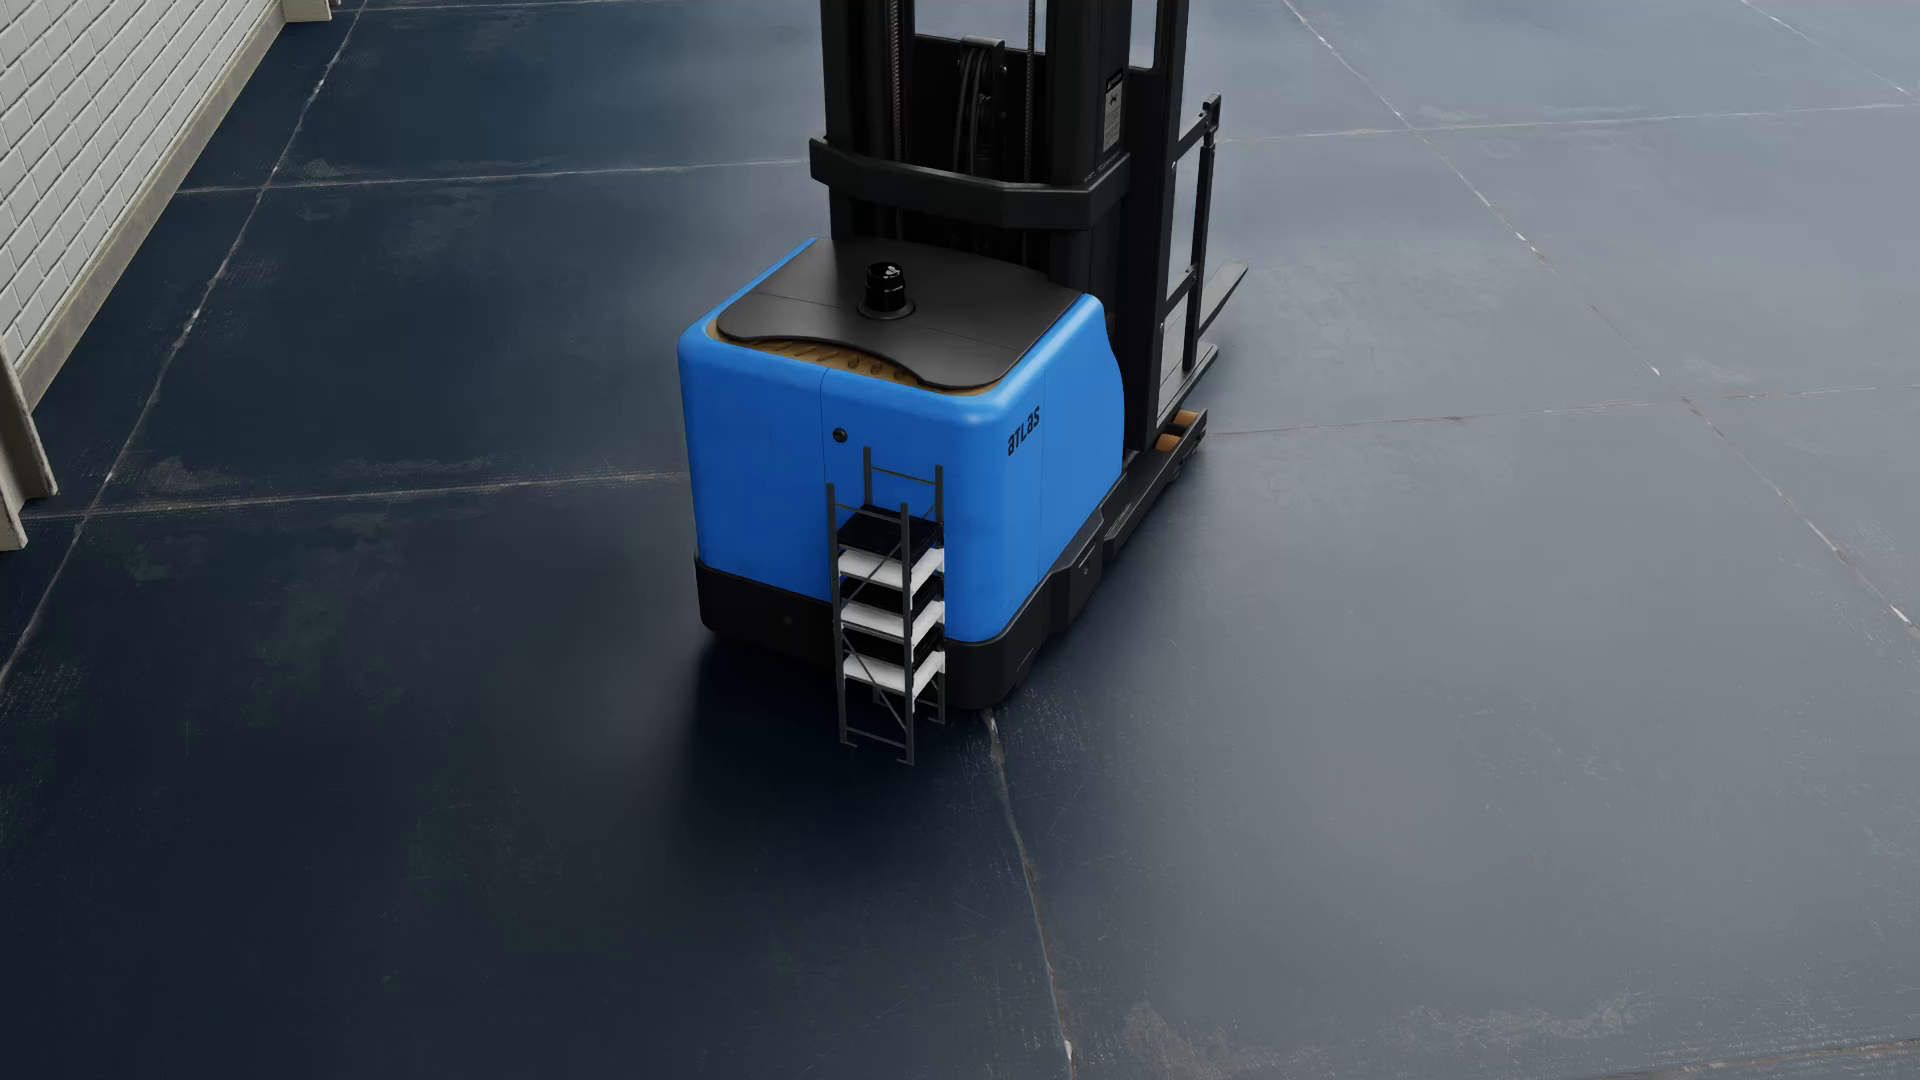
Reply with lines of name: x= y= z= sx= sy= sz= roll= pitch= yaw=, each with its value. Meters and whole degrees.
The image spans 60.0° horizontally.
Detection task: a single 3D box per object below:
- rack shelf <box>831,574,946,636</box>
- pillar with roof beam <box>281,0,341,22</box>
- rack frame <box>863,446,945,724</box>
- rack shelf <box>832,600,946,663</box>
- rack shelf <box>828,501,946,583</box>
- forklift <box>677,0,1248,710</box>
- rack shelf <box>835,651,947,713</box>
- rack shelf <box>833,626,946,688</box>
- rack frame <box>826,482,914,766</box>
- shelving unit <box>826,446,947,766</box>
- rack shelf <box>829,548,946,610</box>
rack shelf: x=-0.198 y=0.151 z=4.628 sx=0.258 sy=0.077 sz=0.200 roll=15 pitch=37 yaw=21
pillar with roof beam: x=0.065 y=-7.461 z=8.707 sx=9.100 sy=9.000 sz=0.400 roll=-4 pitch=35 yaw=-6
rack frame: x=-0.154 y=0.146 z=4.736 sx=0.240 sy=0.900 sz=0.006 roll=15 pitch=37 yaw=21
rack shelf: x=-0.198 y=0.226 z=4.679 sx=0.258 sy=0.077 sz=0.200 roll=15 pitch=37 yaw=21
rack shelf: x=-0.198 y=0.002 z=4.527 sx=0.258 sy=0.077 sz=0.200 roll=15 pitch=37 yaw=21
forklift: x=0.271 y=-1.529 z=5.390 sx=1.130 sy=2.935 sz=3.031 roll=15 pitch=37 yaw=21
rack shelf: x=-0.198 y=0.374 z=4.781 sx=0.258 sy=0.077 sz=0.200 roll=15 pitch=37 yaw=21
rack shelf: x=-0.198 y=0.300 z=4.730 sx=0.258 sy=0.077 sz=0.200 roll=15 pitch=37 yaw=21
rack frame: x=-0.242 y=0.250 z=4.585 sx=0.240 sy=0.900 sz=0.006 roll=15 pitch=37 yaw=21
shelving unit: x=-0.198 y=0.198 z=4.660 sx=0.258 sy=0.900 sz=0.210 roll=15 pitch=37 yaw=21
rack shelf: x=-0.198 y=0.077 z=4.578 sx=0.258 sy=0.077 sz=0.200 roll=15 pitch=37 yaw=21
